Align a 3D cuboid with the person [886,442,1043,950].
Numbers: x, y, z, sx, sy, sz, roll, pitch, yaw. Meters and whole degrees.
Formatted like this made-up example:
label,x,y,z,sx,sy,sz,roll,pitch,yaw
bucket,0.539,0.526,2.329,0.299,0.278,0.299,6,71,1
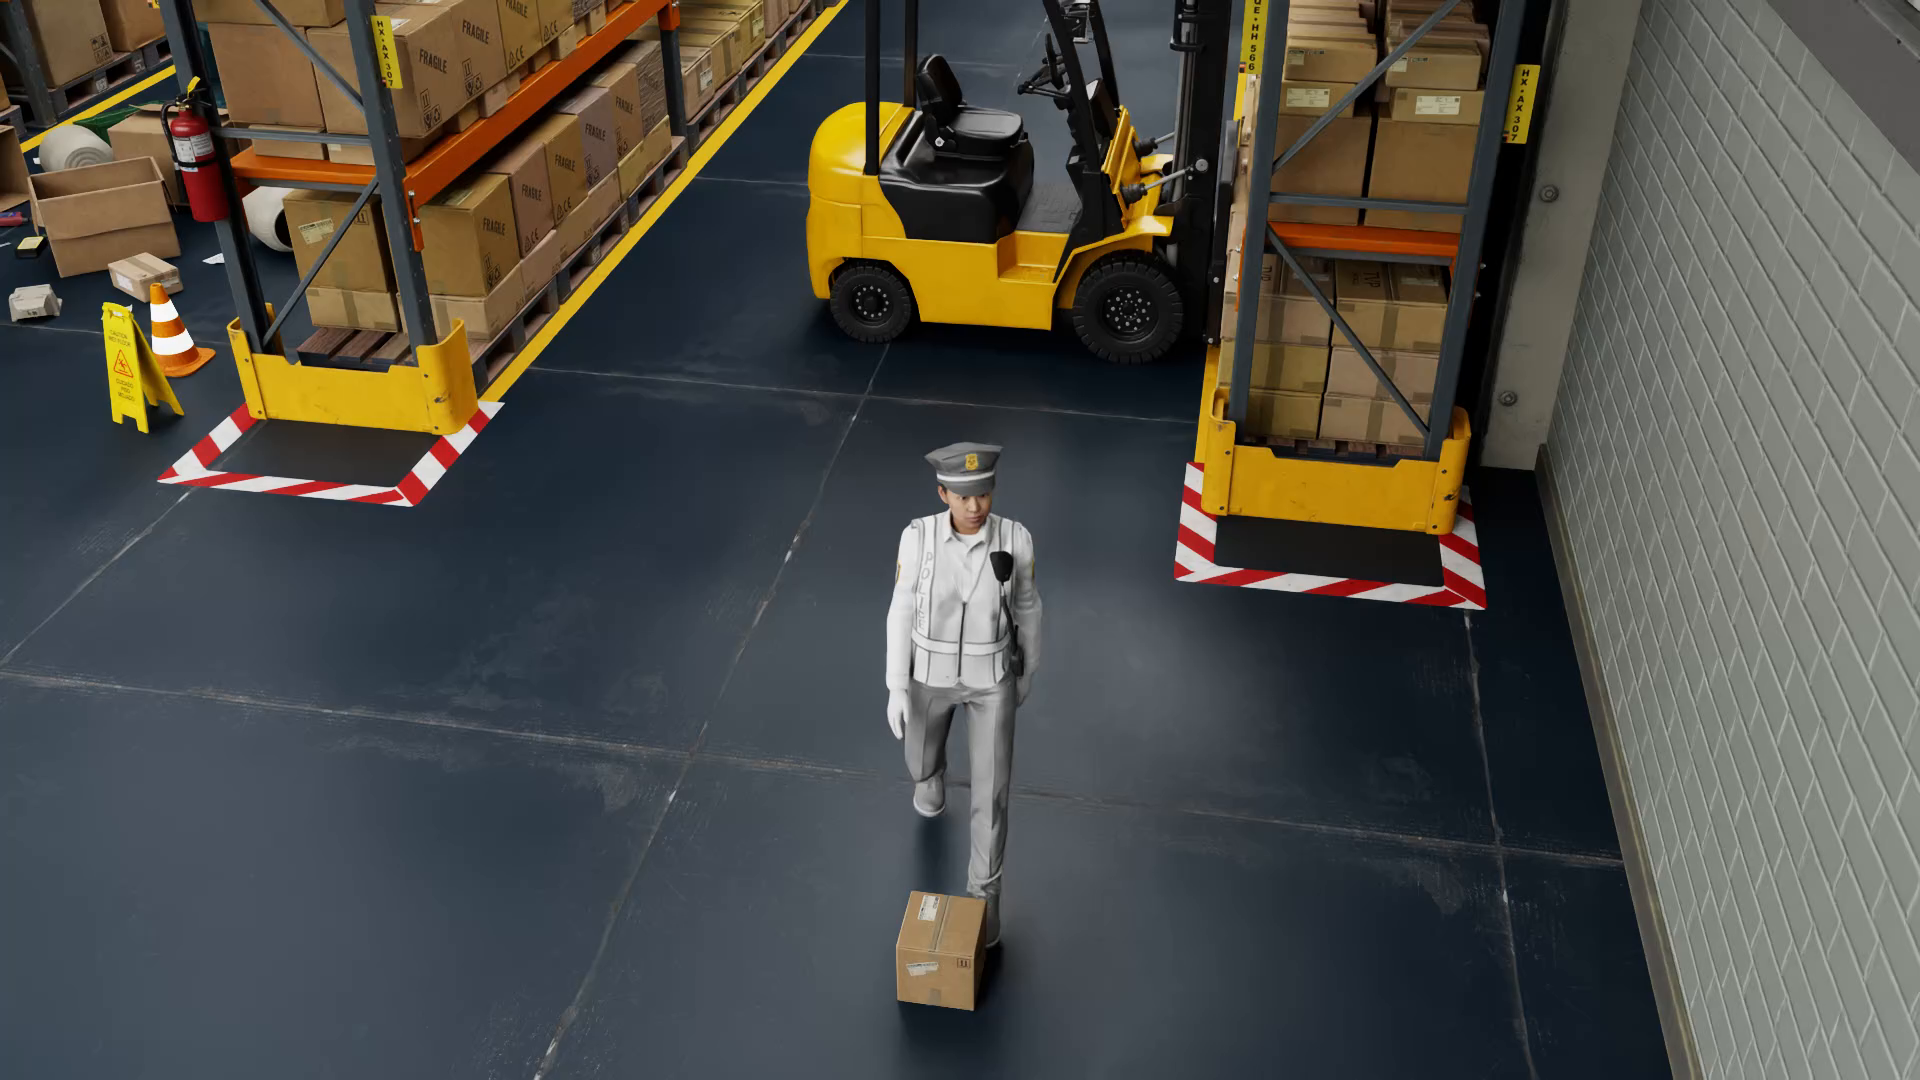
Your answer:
label,x,y,z,sx,sy,sz,roll,pitch,yaw
person,0.013,0.444,5.406,0.496,1.657,0.843,2,33,3
